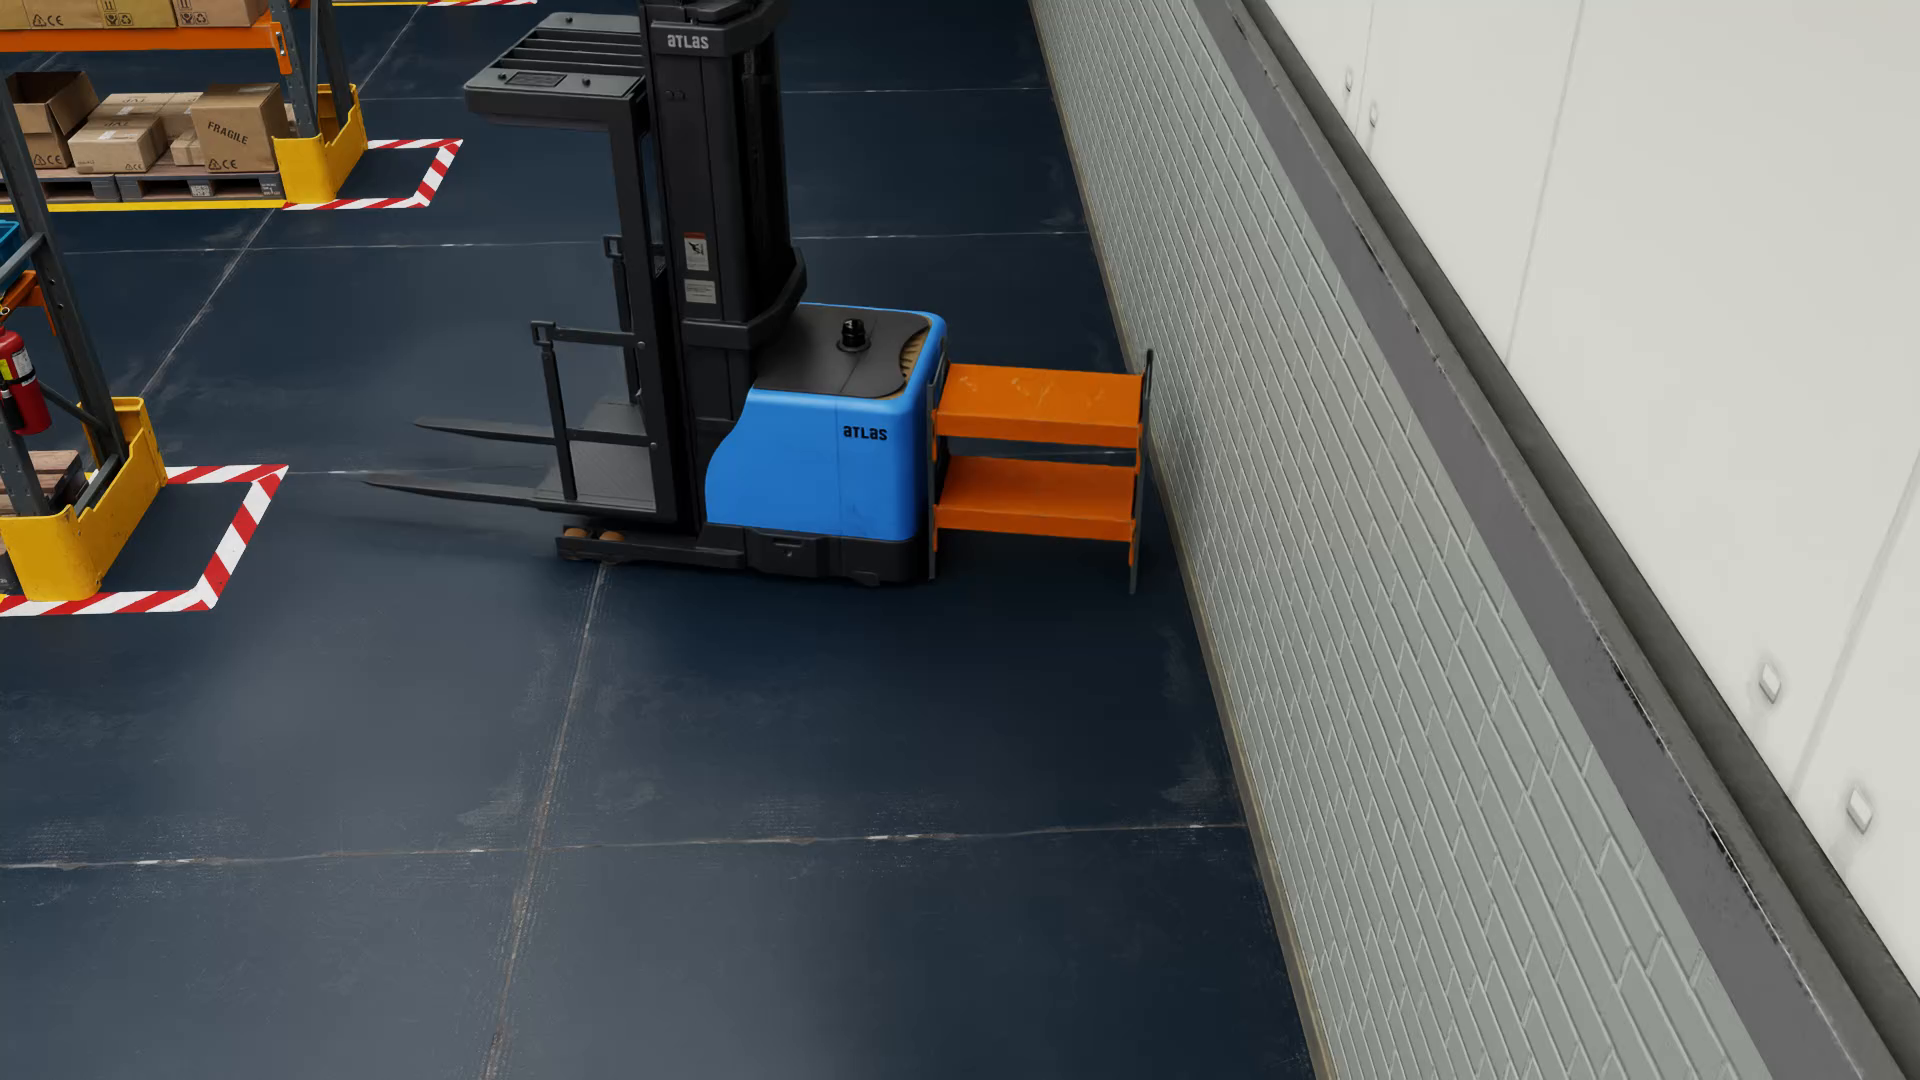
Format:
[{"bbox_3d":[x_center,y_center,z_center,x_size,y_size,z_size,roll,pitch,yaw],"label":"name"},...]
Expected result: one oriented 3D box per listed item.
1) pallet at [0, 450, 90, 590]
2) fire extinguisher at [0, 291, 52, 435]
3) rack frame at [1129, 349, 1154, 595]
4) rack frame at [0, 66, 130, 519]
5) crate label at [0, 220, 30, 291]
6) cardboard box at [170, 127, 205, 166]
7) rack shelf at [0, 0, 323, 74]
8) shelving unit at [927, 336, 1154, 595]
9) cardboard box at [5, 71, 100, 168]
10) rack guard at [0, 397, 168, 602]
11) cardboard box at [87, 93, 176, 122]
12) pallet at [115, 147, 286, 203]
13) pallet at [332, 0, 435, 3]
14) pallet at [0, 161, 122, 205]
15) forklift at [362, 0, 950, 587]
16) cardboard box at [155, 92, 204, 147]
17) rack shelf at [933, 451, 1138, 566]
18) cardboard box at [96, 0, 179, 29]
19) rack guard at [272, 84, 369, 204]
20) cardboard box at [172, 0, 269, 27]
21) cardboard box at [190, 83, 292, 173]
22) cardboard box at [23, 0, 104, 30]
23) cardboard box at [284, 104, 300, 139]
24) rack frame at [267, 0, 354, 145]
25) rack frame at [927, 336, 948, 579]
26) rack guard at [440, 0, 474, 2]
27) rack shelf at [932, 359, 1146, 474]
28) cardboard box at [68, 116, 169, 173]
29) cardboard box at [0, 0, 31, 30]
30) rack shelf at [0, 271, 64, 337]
[{"bbox_3d":[-5.389,-0.105,8.716,1.213,0.211,1.003,-2,35,-2],"label":"pallet"},{"bbox_3d":[-4.391,-0.812,7.683,0.183,0.674,0.296,-2,35,-2],"label":"fire extinguisher"},{"bbox_3d":[0.899,-0.330,8.239,0.032,1.125,0.500,4,35,6],"label":"rack frame"},{"bbox_3d":[-4.563,-1.252,7.923,0.127,3.000,1.000,-2,35,-2],"label":"rack frame"},{"bbox_3d":[-4.825,-1.388,8.214,0.303,0.233,0.416,-2,35,-2],"label":"crate label"},{"bbox_3d":[-5.734,-2.969,12.507,0.250,0.166,0.380,-2,35,-2],"label":"cardboard box"},{"bbox_3d":[-6.792,-3.718,12.118,4.000,0.370,1.077,-2,35,-2],"label":"rack shelf"},{"bbox_3d":[0.395,-0.368,8.293,1.048,1.125,0.538,4,35,6],"label":"shelving unit"},{"bbox_3d":[-6.913,-3.167,12.498,0.637,0.503,0.797,-2,35,-2],"label":"cardboard box"},{"bbox_3d":[-4.540,-0.232,8.646,0.348,0.500,1.175,-2,35,-2],"label":"rack guard"},{"bbox_3d":[-6.349,-3.237,12.821,0.500,0.250,0.500,-2,35,-2],"label":"cardboard box"},{"bbox_3d":[-5.666,-2.896,12.750,1.213,0.211,1.003,-2,35,-2],"label":"pallet"},{"bbox_3d":[-5.827,-5.670,16.758,1.213,0.211,1.003,-2,35,-2],"label":"pallet"},{"bbox_3d":[-6.882,-2.865,12.705,1.213,0.211,1.003,-2,35,-2],"label":"pallet"},{"bbox_3d":[-1.622,-1.369,8.153,3.031,2.935,1.130,6,35,8],"label":"forklift"},{"bbox_3d":[-5.850,-3.251,12.841,0.500,0.250,0.500,-2,35,-2],"label":"cardboard box"},{"bbox_3d":[0.395,-0.166,8.432,1.000,0.278,0.538,4,35,6],"label":"rack shelf"},{"bbox_3d":[-5.746,-3.926,11.699,0.500,0.500,0.500,-1,35,-2],"label":"cardboard box"},{"bbox_3d":[-4.870,-3.037,12.700,0.348,0.500,1.175,-2,35,-2],"label":"rack guard"},{"bbox_3d":[-5.228,-3.942,11.722,0.500,0.500,0.500,-1,35,-1],"label":"cardboard box"},{"bbox_3d":[-5.325,-3.066,12.354,0.500,0.500,0.500,-2,35,-2],"label":"cardboard box"},{"bbox_3d":[-6.245,-3.915,11.684,0.500,0.500,0.500,-1,35,-2],"label":"cardboard box"},{"bbox_3d":[-5.228,-3.260,12.943,0.250,0.149,0.380,-2,35,-2],"label":"cardboard box"},{"bbox_3d":[-4.794,-4.067,11.991,0.127,3.000,1.000,-2,35,-2],"label":"rack frame"},{"bbox_3d":[-0.110,-0.405,8.346,0.032,1.125,0.500,4,35,6],"label":"rack frame"},{"bbox_3d":[-5.008,-5.856,16.772,0.348,0.500,1.175,-2,35,-2],"label":"rack guard"},{"bbox_3d":[0.395,-0.608,8.126,1.000,0.278,0.538,4,35,6],"label":"rack shelf"},{"bbox_3d":[-6.276,-2.954,12.413,0.500,0.250,0.500,-2,35,-2],"label":"cardboard box"},{"bbox_3d":[-6.748,-3.902,11.664,0.500,0.500,0.500,-2,35,-3],"label":"cardboard box"},{"bbox_3d":[-6.561,-0.902,8.049,4.000,0.370,1.077,-2,35,-2],"label":"rack shelf"}]
